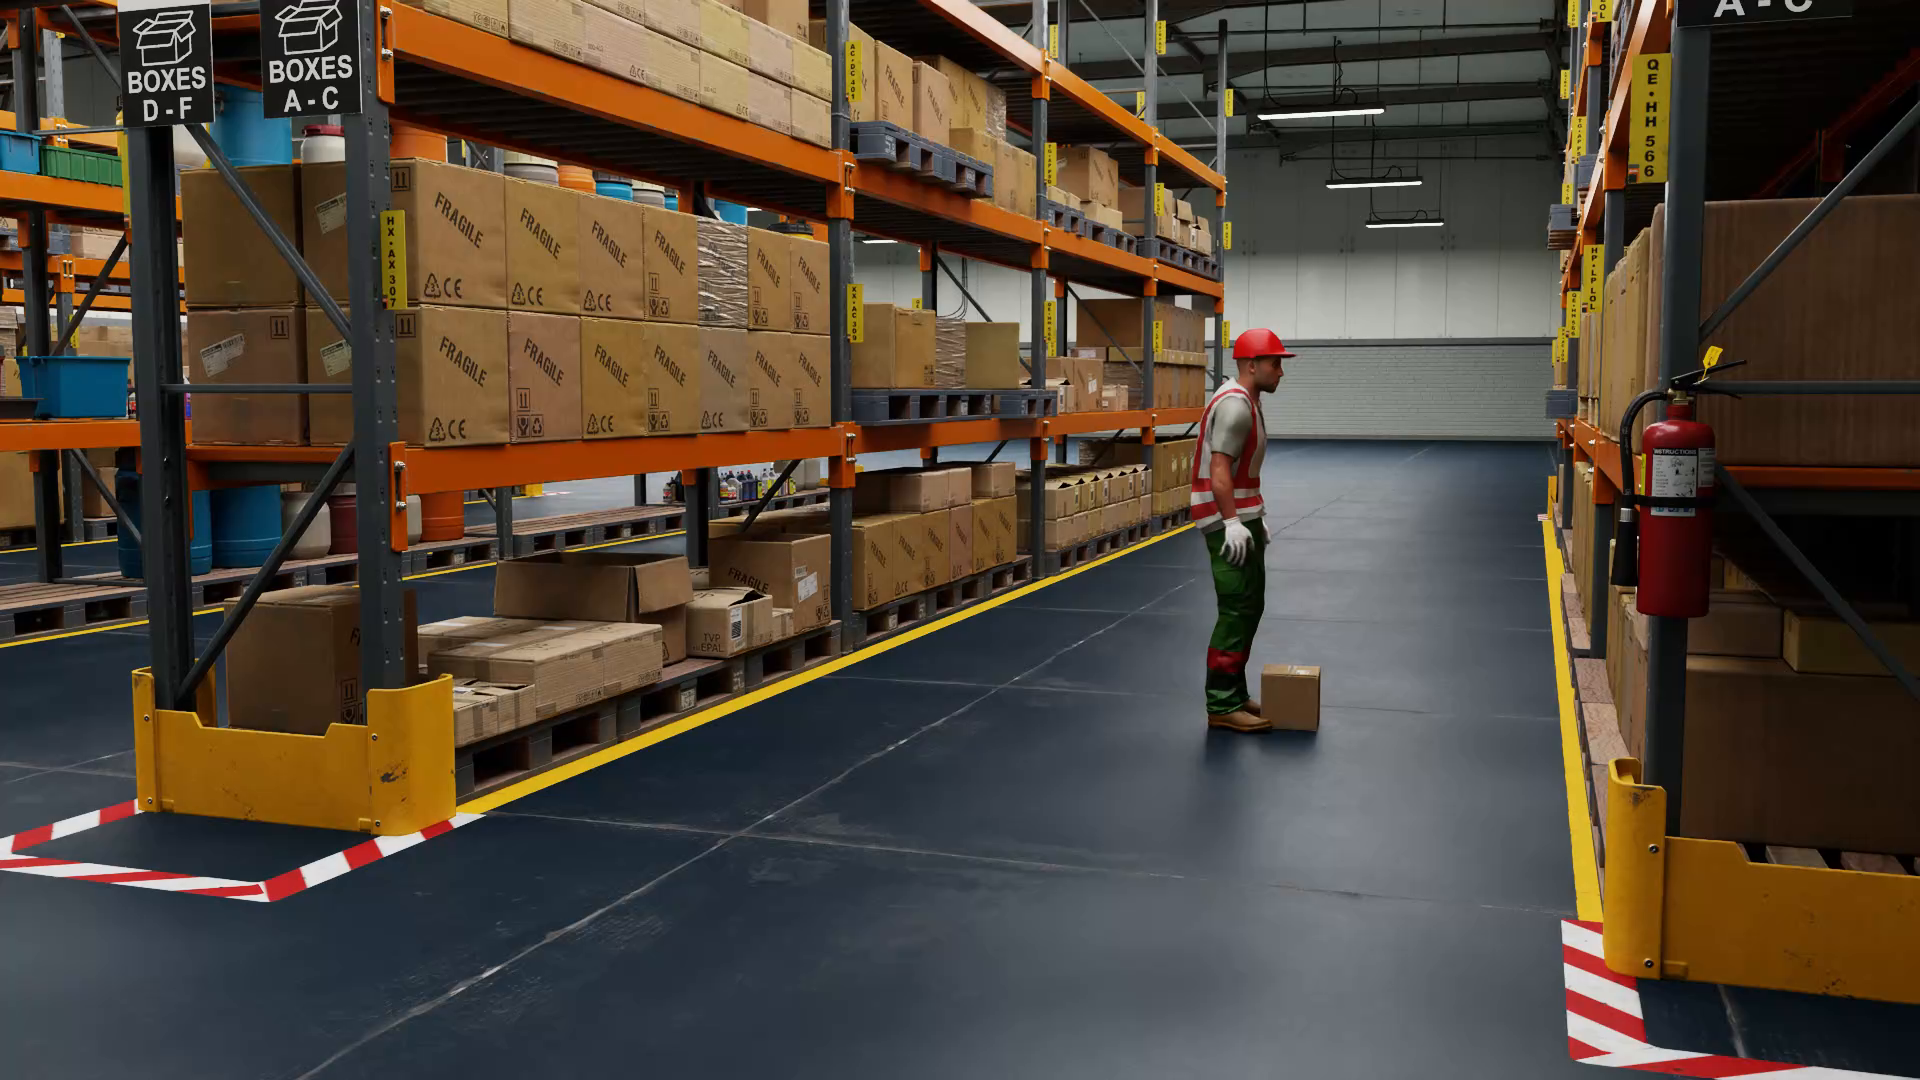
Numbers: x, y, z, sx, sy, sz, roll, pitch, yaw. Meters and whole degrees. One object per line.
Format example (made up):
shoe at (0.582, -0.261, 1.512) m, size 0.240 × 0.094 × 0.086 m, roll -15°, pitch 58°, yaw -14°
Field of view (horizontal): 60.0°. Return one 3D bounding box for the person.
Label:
person at (1.271, -0.058, 7.494) m, size 0.450 × 1.779 × 0.608 m, roll 2°, pitch 5°, yaw 19°
